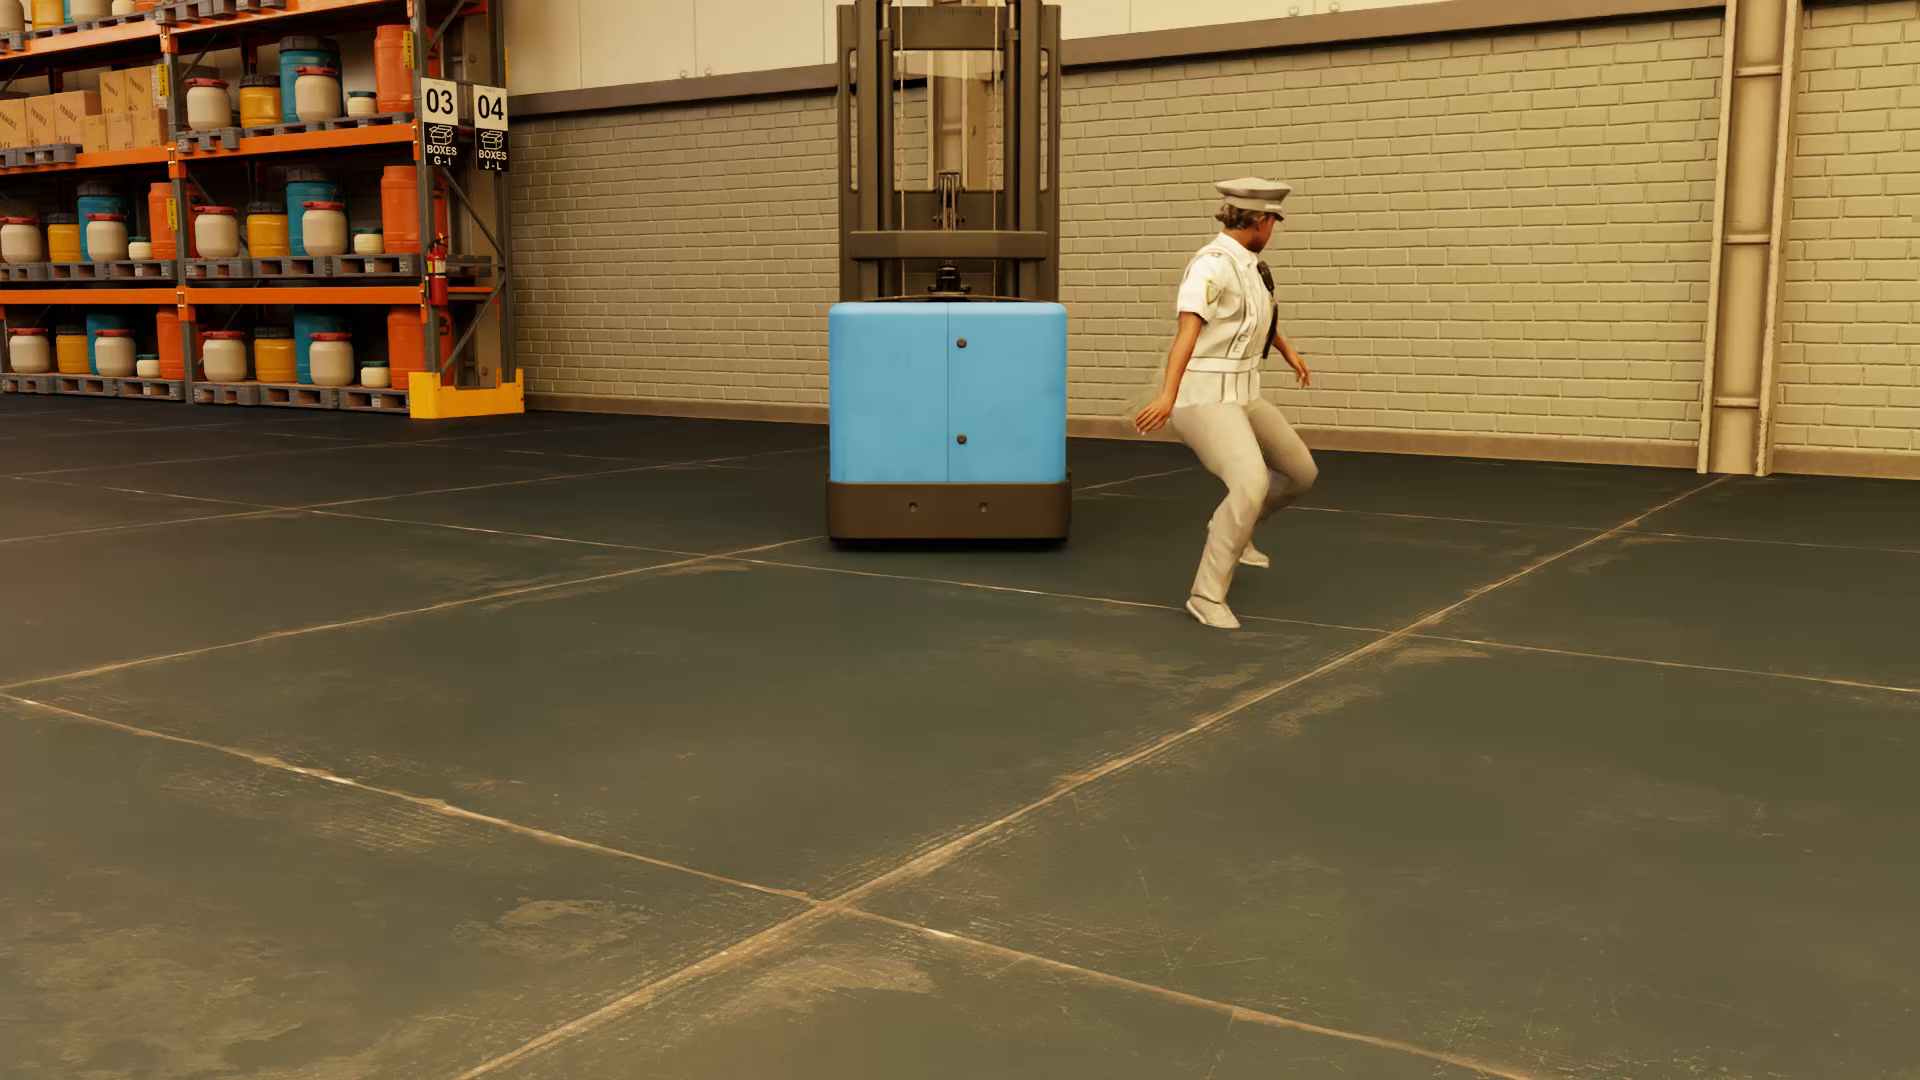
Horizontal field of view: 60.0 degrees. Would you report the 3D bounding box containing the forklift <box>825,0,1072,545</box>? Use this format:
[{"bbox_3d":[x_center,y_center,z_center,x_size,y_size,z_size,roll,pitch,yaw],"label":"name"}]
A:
[{"bbox_3d":[-0.054,-1.599,8.439,1.130,2.935,3.031,0,8,0],"label":"forklift"}]

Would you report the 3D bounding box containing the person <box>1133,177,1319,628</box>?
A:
[{"bbox_3d":[0.939,-0.473,5.815,0.465,1.560,1.076,5,9,29],"label":"person"}]
